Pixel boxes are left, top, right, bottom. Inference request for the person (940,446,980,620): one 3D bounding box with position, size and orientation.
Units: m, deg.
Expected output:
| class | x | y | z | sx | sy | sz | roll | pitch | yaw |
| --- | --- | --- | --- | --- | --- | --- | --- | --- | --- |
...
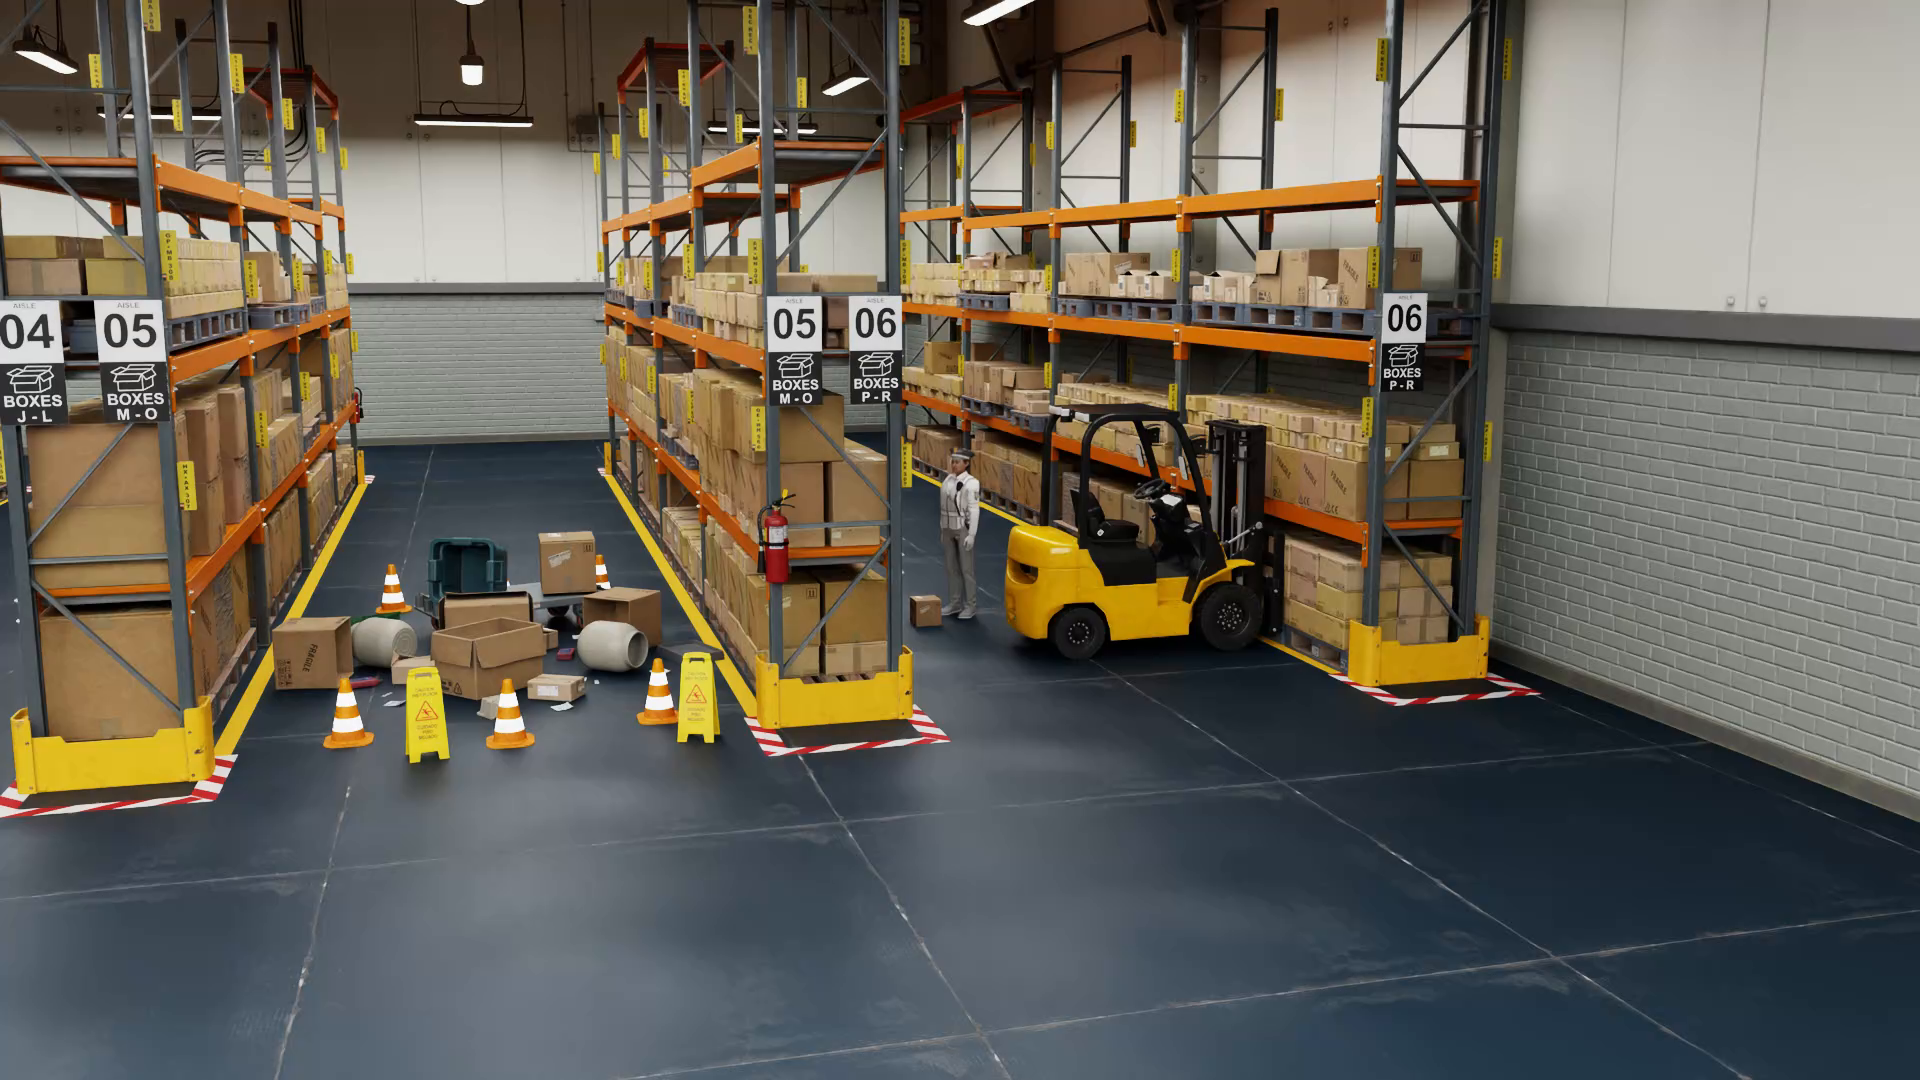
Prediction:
| class | x | y | z | sx | sy | sz | roll | pitch | yaw |
| --- | --- | --- | --- | --- | --- | --- | --- | --- | --- |
| person | -0.011 | -0.077 | 16.253 | 0.345 | 1.692 | 0.468 | -9 | 13 | -43 |
